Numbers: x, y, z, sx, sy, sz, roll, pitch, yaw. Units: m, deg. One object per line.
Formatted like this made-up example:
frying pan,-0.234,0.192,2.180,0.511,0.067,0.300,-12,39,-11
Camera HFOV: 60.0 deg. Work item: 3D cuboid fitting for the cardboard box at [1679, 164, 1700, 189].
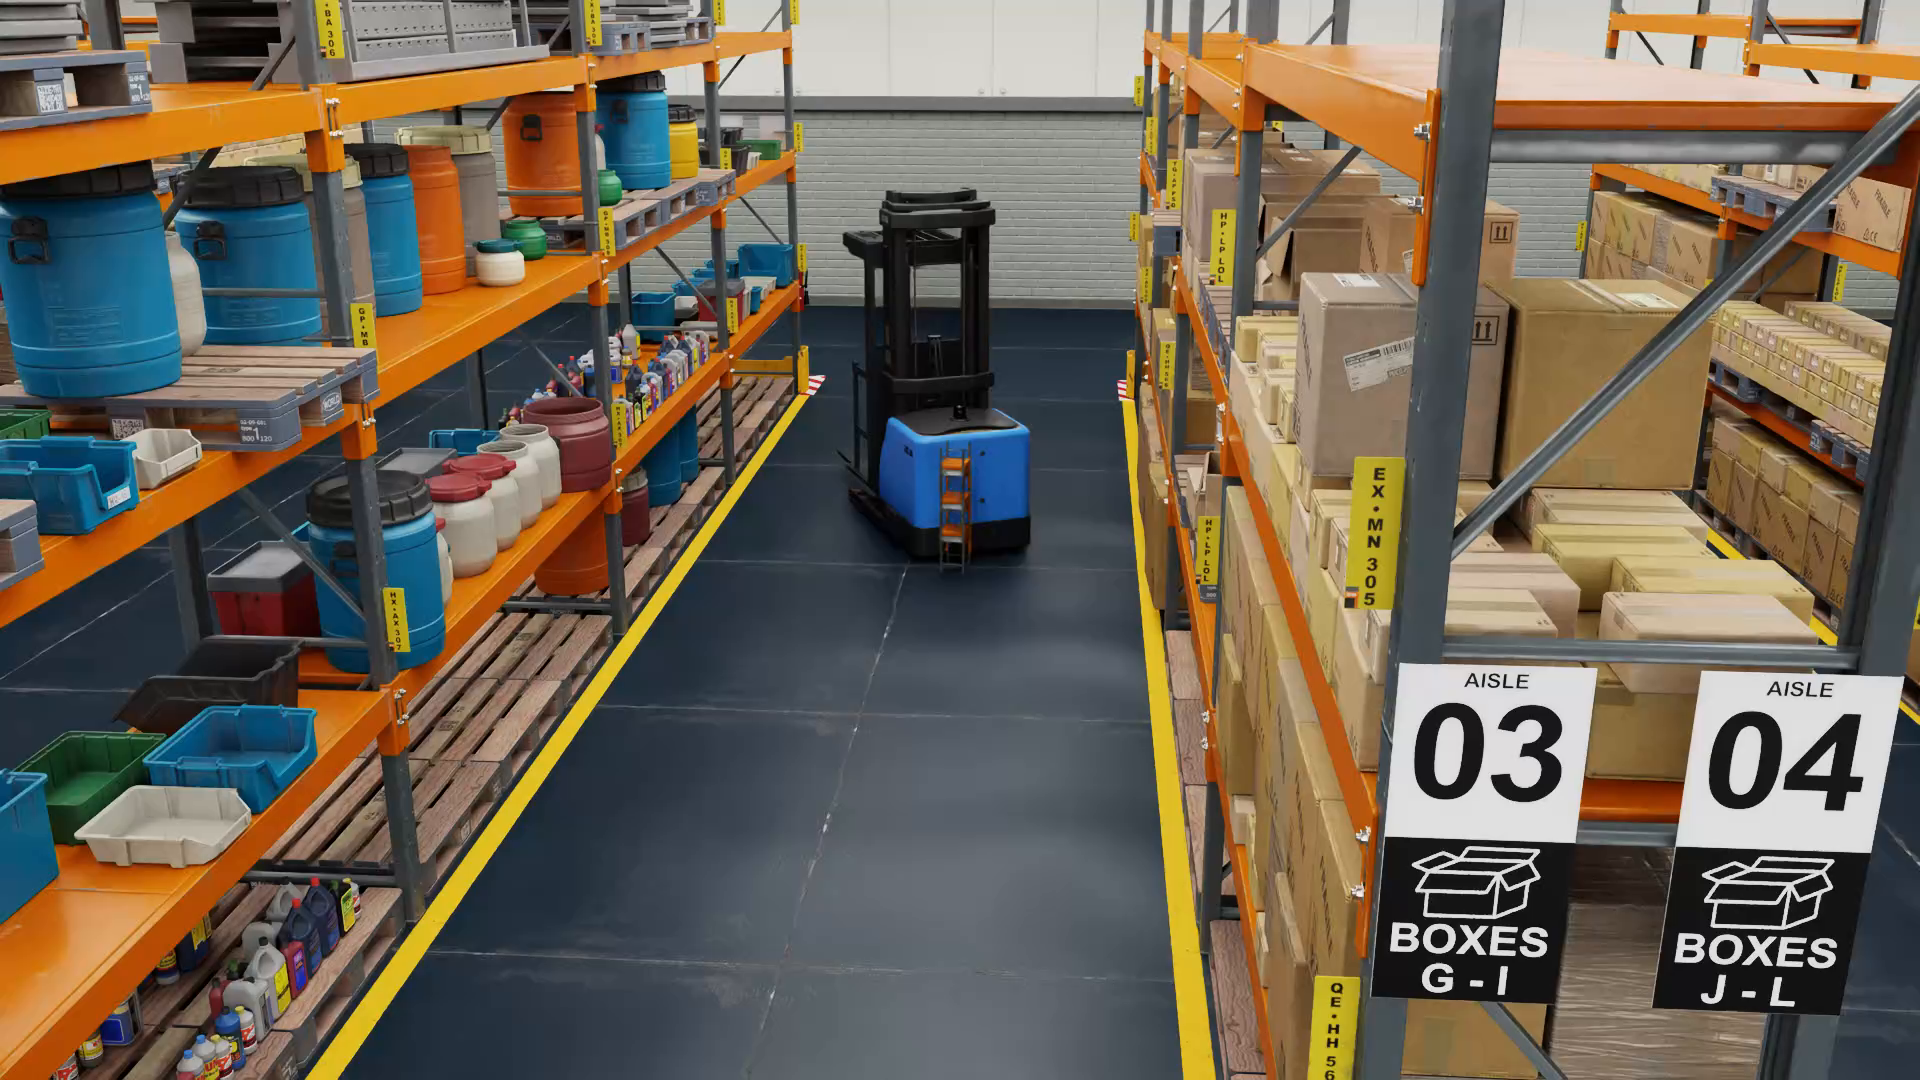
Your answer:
cardboard box,7.012,-3.399,15.402,0.500,0.250,0.500,1,18,4

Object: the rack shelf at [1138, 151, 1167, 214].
rack shelf,2.403,-3.578,16.864,1.077,0.370,4.000,1,18,4

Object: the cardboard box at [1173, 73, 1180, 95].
cardboard box,2.391,-4.565,16.521,0.500,0.250,0.500,1,18,2

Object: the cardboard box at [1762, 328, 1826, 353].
cardboard box,6.621,-1.581,13.204,0.380,0.149,0.250,2,18,6

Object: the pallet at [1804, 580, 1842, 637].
pallet,6.970,0.593,12.273,1.003,0.211,1.213,1,18,4

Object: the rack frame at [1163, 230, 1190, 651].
rack frame,1.973,-0.631,11.532,1.000,3.000,0.127,1,18,4

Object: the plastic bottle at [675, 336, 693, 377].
plastic bottle,-2.434,-1.611,14.600,0.144,0.351,0.185,1,18,4

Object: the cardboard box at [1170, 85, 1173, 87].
cardboard box,2.562,-4.673,18.055,0.700,0.500,0.500,0,18,1

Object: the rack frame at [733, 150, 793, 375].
rack frame,-2.391,-3.226,19.452,0.949,2.616,0.053,1,18,4

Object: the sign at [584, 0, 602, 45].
sign,-2.418,-3.429,10.955,0.100,0.325,0.005,1,18,4

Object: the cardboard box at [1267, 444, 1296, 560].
cardboard box,1.289,-0.127,5.416,0.500,0.250,0.500,1,18,3

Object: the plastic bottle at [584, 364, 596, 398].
plastic bottle,-3.083,-1.329,13.869,0.097,0.271,0.097,0,18,0

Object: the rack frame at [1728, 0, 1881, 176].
rack frame,7.199,-4.582,13.956,1.000,3.000,0.127,1,18,4

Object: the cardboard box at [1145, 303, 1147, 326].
cardboard box,2.064,-2.247,16.228,0.500,0.250,0.500,2,18,6

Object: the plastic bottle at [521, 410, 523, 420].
plastic bottle,-3.321,-0.890,12.640,0.097,0.201,0.097,0,18,0

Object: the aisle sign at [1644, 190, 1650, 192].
aisle sign,7.790,-4.225,18.325,0.394,0.787,0.004,1,18,4

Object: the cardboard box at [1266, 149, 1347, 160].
cardboard box,2.188,-2.188,10.503,0.500,0.500,0.500,2,18,5

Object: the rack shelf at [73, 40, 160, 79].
rack shelf,-7.765,-3.794,13.347,1.077,0.370,4.000,1,18,4

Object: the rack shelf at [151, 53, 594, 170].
rack shelf,-3.111,-2.440,9.214,1.077,0.370,4.000,1,18,4

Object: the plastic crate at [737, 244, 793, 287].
plastic crate,-2.232,-3.164,19.108,0.616,0.435,0.499,1,18,4

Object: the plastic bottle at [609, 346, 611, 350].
plastic bottle,-3.156,-1.639,14.814,0.097,0.271,0.097,0,18,0

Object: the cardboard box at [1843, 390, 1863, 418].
cardboard box,6.511,-0.957,11.778,0.380,0.149,0.250,2,18,6

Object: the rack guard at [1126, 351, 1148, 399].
rack guard,2.548,-1.936,19.527,1.175,0.500,0.348,1,18,4

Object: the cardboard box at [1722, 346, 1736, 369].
cardboard box,6.676,-1.536,14.022,0.380,0.149,0.250,1,18,4

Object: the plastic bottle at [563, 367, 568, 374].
plastic bottle,-3.259,-1.275,13.685,0.061,0.283,0.133,1,18,4

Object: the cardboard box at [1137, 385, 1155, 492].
cardboard box,2.233,-0.864,14.981,1.225,0.875,0.875,1,18,4

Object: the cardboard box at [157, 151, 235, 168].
cardboard box,-7.340,-3.596,16.002,0.500,0.250,0.500,1,18,4

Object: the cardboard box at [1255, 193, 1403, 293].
cardboard box,1.885,-1.499,8.524,0.797,0.503,0.637,2,18,6

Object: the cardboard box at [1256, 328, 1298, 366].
cardboard box,1.404,-0.754,6.691,0.380,0.149,0.250,0,18,1

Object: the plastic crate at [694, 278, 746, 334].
plastic crate,-2.367,-2.315,16.471,0.402,0.464,0.583,1,18,4

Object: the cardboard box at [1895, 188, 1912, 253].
cardboard box,6.700,-2.145,11.175,0.500,0.500,0.500,1,18,4

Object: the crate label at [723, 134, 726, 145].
crate label,-2.783,-4.302,18.156,0.408,0.251,0.502,1,18,4

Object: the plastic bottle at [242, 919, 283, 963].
plastic bottle,-3.176,1.856,7.608,0.152,0.276,0.135,1,18,4

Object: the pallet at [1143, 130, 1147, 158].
pallet,2.503,-4.269,17.958,1.003,0.211,1.213,1,18,4

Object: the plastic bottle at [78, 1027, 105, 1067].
plastic bottle,-3.660,2.100,6.984,0.097,0.201,0.097,0,18,0

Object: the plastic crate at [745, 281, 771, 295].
plastic crate,-2.307,-2.783,18.425,0.396,0.136,0.243,1,18,4

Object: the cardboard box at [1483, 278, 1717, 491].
cardboard box,1.775,-0.454,4.732,0.500,0.500,0.500,1,18,4

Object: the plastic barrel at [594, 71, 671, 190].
plastic barrel,-2.651,-3.314,13.423,0.600,0.901,0.708,1,18,4

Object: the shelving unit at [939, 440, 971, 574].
shelving unit,-0.037,-0.266,13.548,0.215,1.050,0.252,4,19,12

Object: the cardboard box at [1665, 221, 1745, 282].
cardboard box,6.995,-2.708,15.627,0.500,0.500,0.500,1,18,2

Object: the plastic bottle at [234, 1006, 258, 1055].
plastic bottle,-3.047,2.075,7.060,0.097,0.201,0.097,0,18,0

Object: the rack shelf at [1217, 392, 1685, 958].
rack shelf,1.542,0.149,5.490,1.077,0.370,4.000,1,18,4

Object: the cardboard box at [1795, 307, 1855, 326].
cardboard box,7.347,-1.882,14.123,0.380,0.149,0.250,1,18,2

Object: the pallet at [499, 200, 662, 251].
pallet,-2.815,-2.313,12.150,1.003,0.211,1.213,1,18,4

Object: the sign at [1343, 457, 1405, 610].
sign,0.847,-0.011,3.402,0.100,0.325,0.005,1,18,4

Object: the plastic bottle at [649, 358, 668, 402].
plastic bottle,-2.499,-1.326,13.731,0.144,0.351,0.185,1,18,4

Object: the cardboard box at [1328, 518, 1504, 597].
cardboard box,1.154,0.051,4.234,0.380,0.149,0.250,0,18,2

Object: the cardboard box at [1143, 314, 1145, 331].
cardboard box,2.028,-2.176,16.650,0.380,0.149,0.250,2,18,5

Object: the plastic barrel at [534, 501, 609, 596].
plastic barrel,-7.990,-1.186,12.620,10.706,2.957,0.708,1,18,4

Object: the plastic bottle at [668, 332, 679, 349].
plastic bottle,-2.564,-1.671,14.785,0.144,0.351,0.185,1,18,4

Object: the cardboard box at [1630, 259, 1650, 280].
cardboard box,7.087,-2.552,16.757,0.500,0.500,0.500,1,18,2

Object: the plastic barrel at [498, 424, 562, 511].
plastic barrel,-2.828,-0.471,10.863,0.421,0.512,0.421,0,18,0

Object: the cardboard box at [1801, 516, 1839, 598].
cardboard box,6.740,0.128,12.556,0.500,0.500,0.500,2,18,6

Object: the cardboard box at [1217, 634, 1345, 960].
cardboard box,1.449,0.788,5.760,0.875,1.000,2.500,1,18,4

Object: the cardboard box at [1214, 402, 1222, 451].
cardboard box,1.974,-0.710,10.937,0.500,0.500,0.500,-1,18,-3

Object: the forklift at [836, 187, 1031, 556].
forklift,-0.386,-1.680,14.843,1.130,2.935,3.031,-7,19,-19
